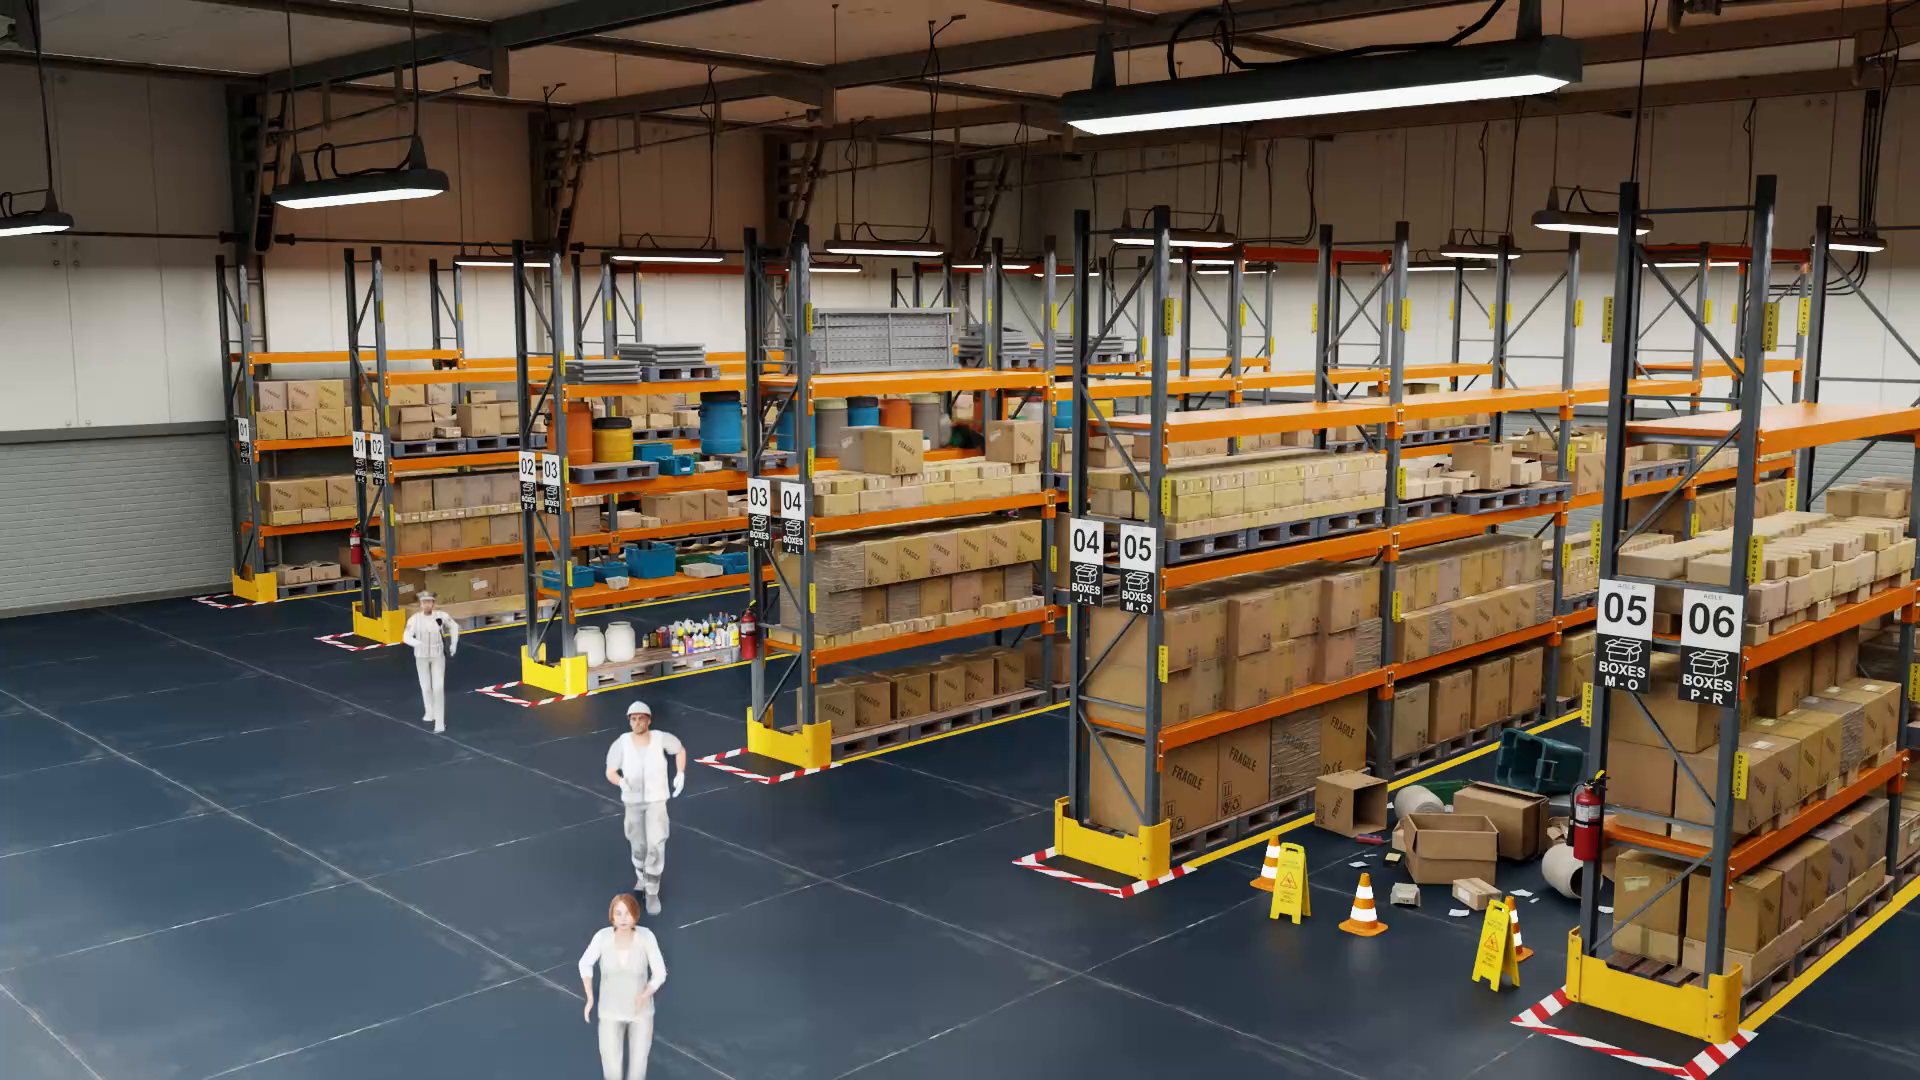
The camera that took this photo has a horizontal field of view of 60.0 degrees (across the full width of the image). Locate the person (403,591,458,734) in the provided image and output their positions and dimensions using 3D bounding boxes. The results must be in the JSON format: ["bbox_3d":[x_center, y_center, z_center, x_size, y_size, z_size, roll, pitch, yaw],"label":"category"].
[{"bbox_3d":[-6.458,1.469,20.317,0.623,1.758,0.752,-2,8,-13],"label":"person"}]

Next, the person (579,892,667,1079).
[{"bbox_3d":[-2.091,2.955,10.310,0.518,1.558,0.537,-2,8,-12],"label":"person"}]

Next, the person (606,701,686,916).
[{"bbox_3d":[-2.706,2.279,14.333,0.664,1.808,0.761,-1,8,-4],"label":"person"}]
